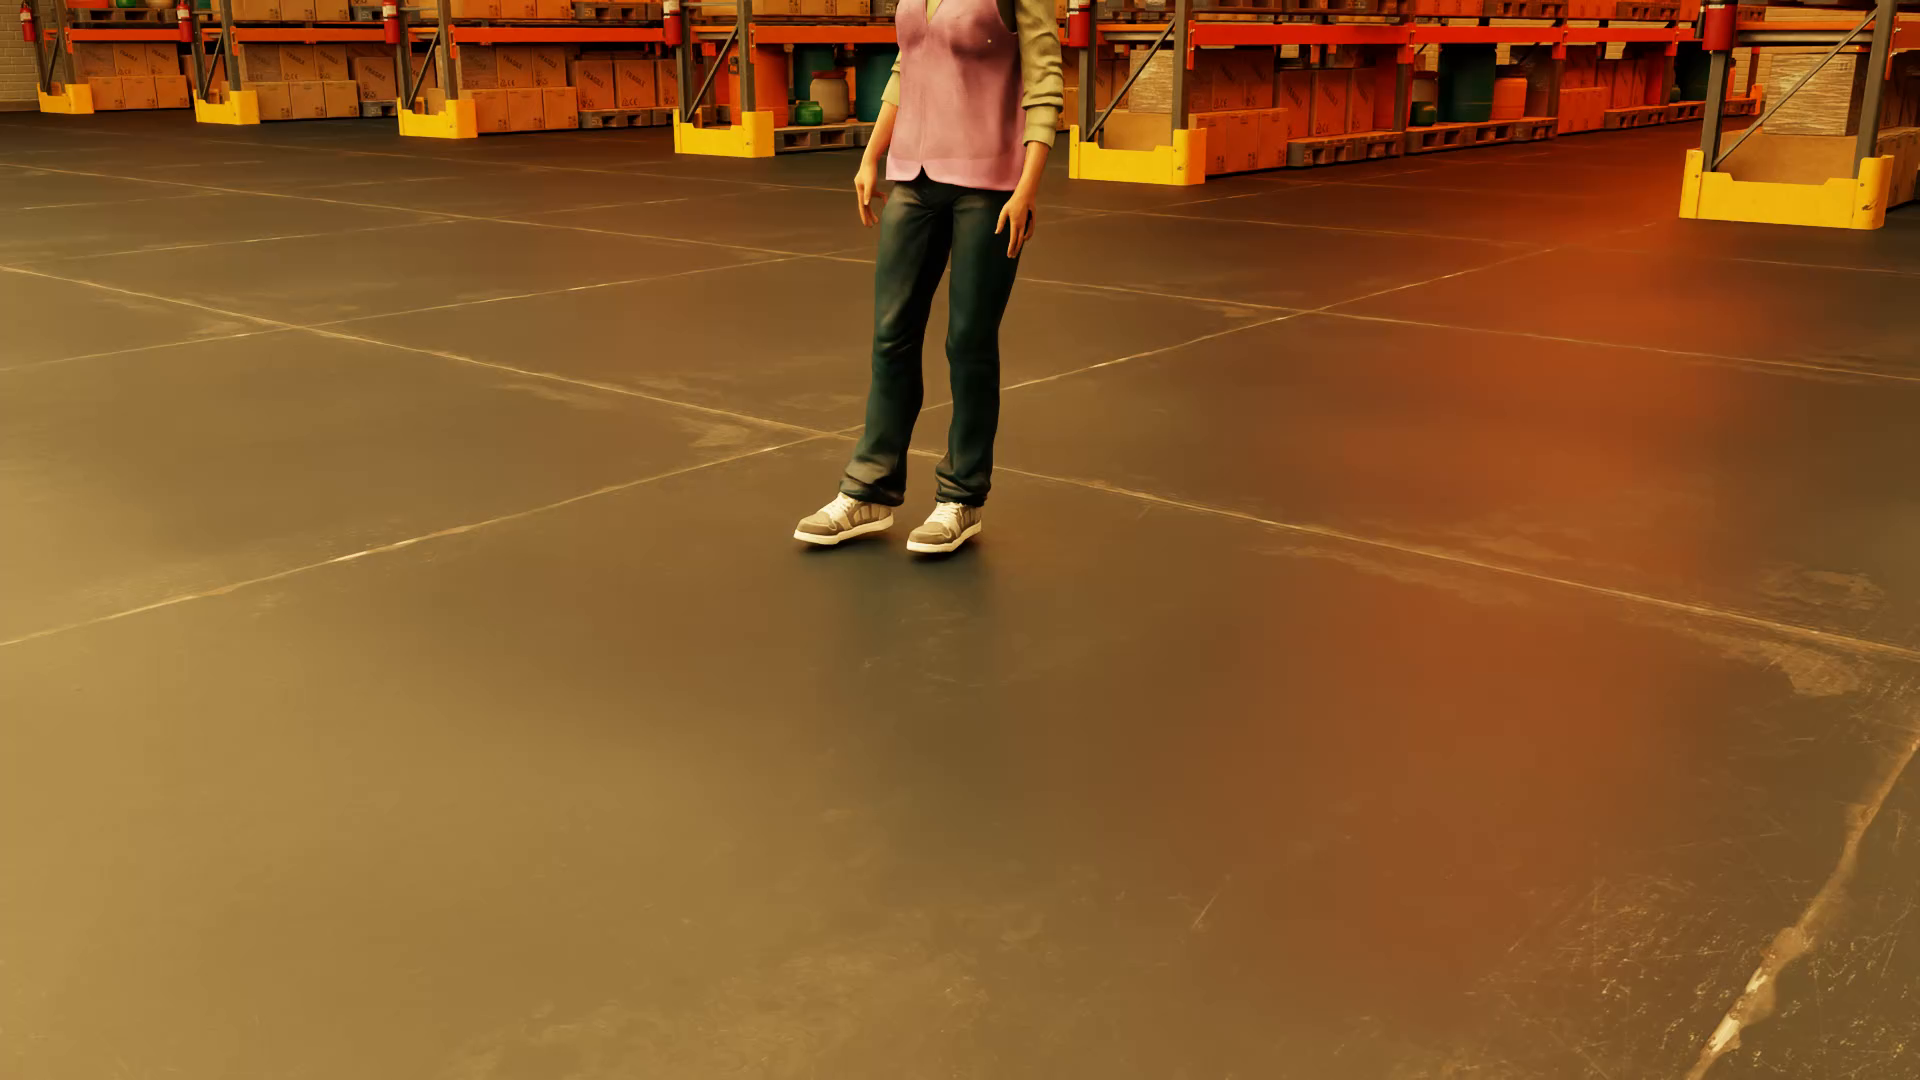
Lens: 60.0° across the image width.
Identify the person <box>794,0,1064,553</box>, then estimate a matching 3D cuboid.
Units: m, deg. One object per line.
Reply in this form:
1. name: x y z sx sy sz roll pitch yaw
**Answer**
1. person: -0.058 -0.749 3.665 0.520 1.578 0.476 13 21 37
